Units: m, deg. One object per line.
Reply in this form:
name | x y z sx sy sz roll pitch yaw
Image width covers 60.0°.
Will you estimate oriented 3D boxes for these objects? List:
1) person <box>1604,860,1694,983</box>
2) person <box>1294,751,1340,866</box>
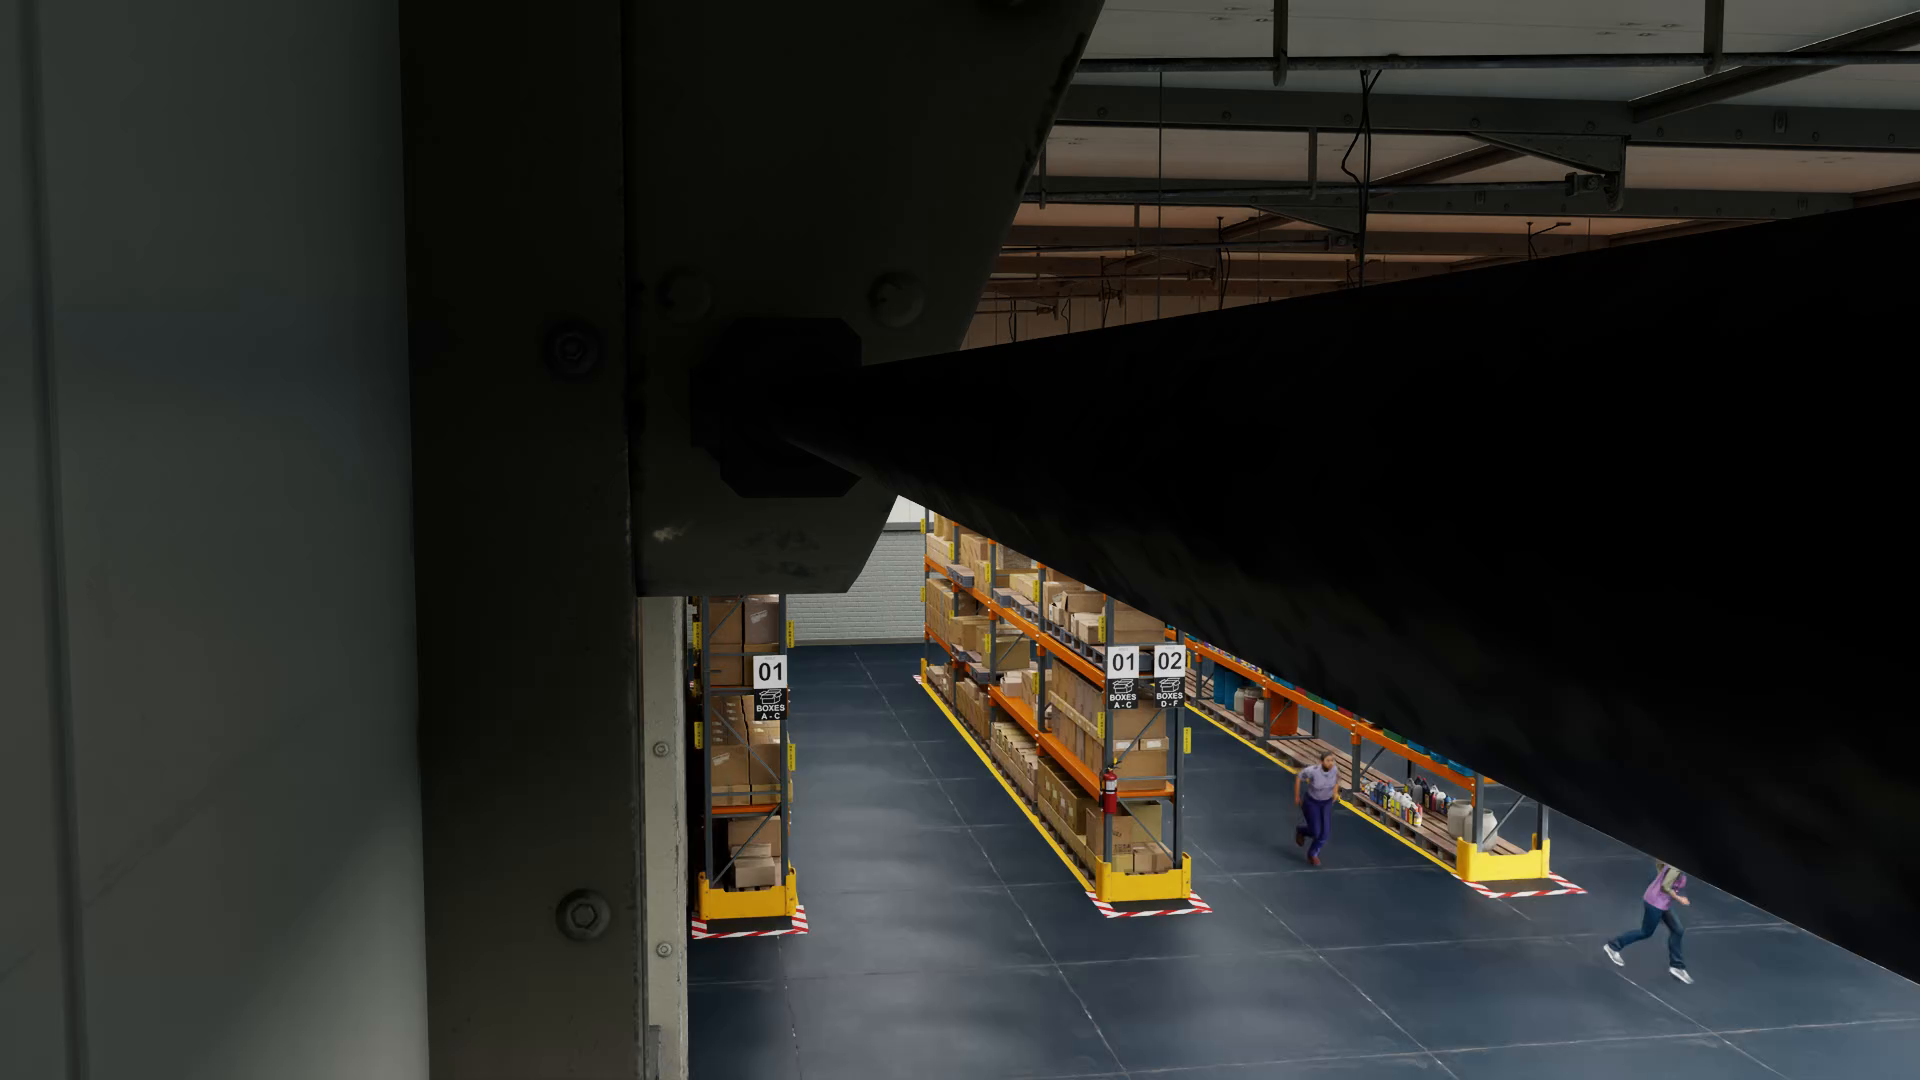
person | 7.509 4.001 18.075 0.921 1.546 0.577 2 5 23
person | 4.813 3.594 22.451 0.598 1.585 0.700 -2 6 -24
